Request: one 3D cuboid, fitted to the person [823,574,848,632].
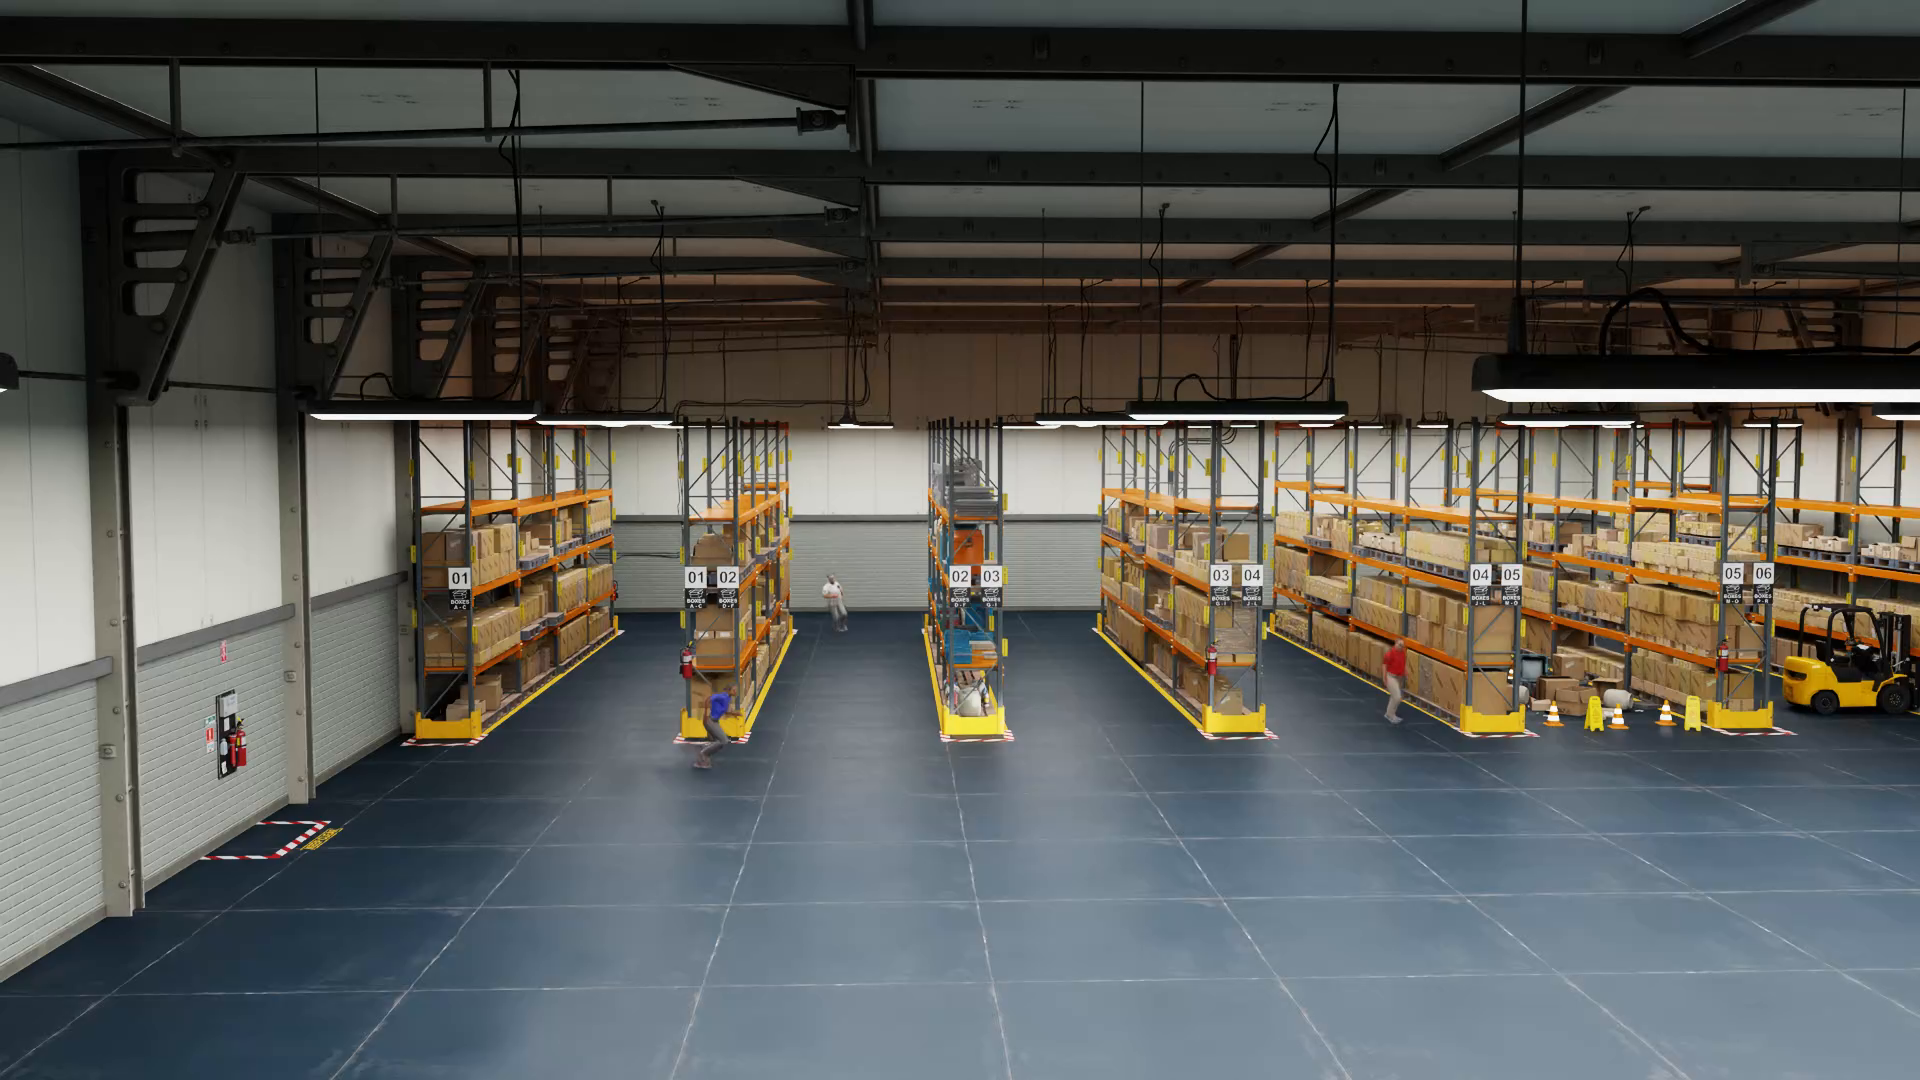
[{"bbox_3d":[-3.541,1.794,47.229,0.784,1.693,0.646,-2,4,-30],"label":"person"}]

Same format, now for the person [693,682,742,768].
[{"bbox_3d":[-4.114,3.143,28.138,0.852,1.486,0.608,1,4,9],"label":"person"}]

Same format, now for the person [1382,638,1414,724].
[{"bbox_3d":[8.537,2.750,32.648,0.567,1.698,0.624,4,5,45],"label":"person"}]
